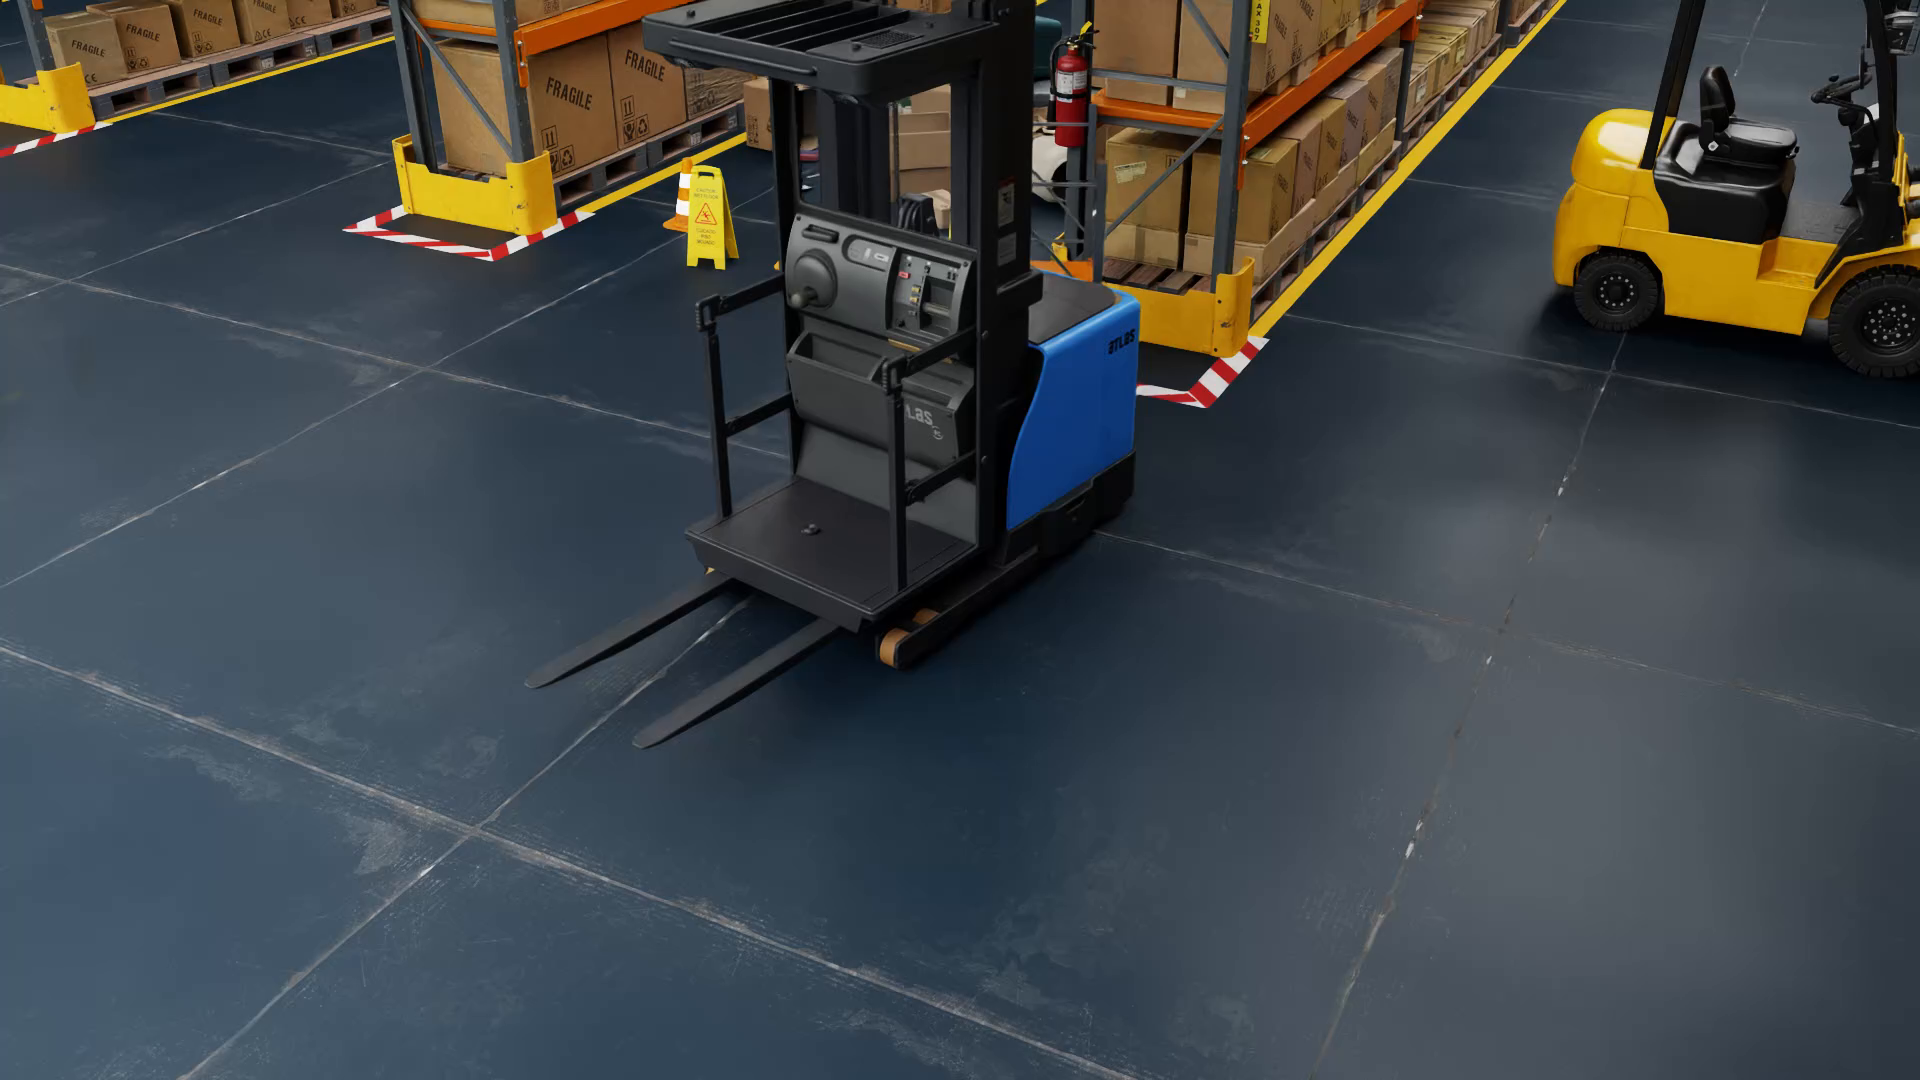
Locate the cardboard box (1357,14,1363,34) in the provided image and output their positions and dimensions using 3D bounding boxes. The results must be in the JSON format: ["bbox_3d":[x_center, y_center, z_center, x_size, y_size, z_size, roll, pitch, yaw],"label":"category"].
[{"bbox_3d":[2.426,-3.408,10.925,0.380,0.149,0.250,14,33,22],"label":"cardboard box"}]

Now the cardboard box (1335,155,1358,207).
[{"bbox_3d":[2.404,-2.491,11.414,0.500,0.250,0.500,15,33,24],"label":"cardboard box"}]

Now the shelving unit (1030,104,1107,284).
[{"bbox_3d":[0.455,-1.383,8.652,0.587,1.500,1.083,1,30,1],"label":"shelving unit"}]

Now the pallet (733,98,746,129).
[{"bbox_3d":[-1.965,-3.836,14.218,1.003,0.211,1.213,14,33,23],"label":"pallet"}]

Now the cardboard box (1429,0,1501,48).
[{"bbox_3d":[4.460,-4.854,15.408,0.950,0.372,0.625,12,32,20],"label":"cardboard box"}]

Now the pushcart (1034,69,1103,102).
[{"bbox_3d":[0.851,-3.645,13.718,1.648,0.377,0.936,4,30,6],"label":"pushcart"}]

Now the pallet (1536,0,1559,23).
[{"bbox_3d":[5.709,-5.722,17.502,1.003,0.211,1.213,14,33,23],"label":"pallet"}]

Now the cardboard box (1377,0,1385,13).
[{"bbox_3d":[2.733,-3.756,11.531,0.380,0.149,0.250,14,33,24],"label":"cardboard box"}]

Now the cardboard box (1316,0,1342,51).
[{"bbox_3d":[2.008,-3.289,10.067,0.500,0.500,0.500,14,33,22],"label":"cardboard box"}]

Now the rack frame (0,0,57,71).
[{"bbox_3d":[-7.740,-4.762,13.030,1.000,3.000,0.127,14,33,23],"label":"rack frame"}]

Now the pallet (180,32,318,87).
[{"bbox_3d":[-6.747,-4.477,15.334,1.003,0.211,1.213,14,33,23],"label":"pallet"}]

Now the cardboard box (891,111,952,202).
[{"bbox_3d":[-0.372,-2.784,12.092,0.797,0.503,0.637,-7,31,-11],"label":"cardboard box"}]

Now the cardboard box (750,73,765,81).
[{"bbox_3d":[-1.898,-4.363,14.047,0.875,0.875,0.875,15,33,24],"label":"cardboard box"}]

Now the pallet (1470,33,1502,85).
[{"bbox_3d":[4.369,-4.505,15.382,1.003,0.211,1.213,14,33,23],"label":"pallet"}]

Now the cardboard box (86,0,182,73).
[{"bbox_3d":[-7.199,-4.405,14.498,0.500,0.500,0.500,24,38,36],"label":"cardboard box"}]

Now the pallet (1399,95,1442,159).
[{"bbox_3d":[3.257,-3.423,13.499,1.003,0.211,1.213,14,33,23],"label":"pallet"}]

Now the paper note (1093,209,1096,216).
[{"bbox_3d":[0.942,-2.330,11.777,0.142,0.019,0.148,4,30,6],"label":"paper note"}]

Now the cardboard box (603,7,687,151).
[{"bbox_3d":[-2.722,-3.558,12.646,0.875,0.875,0.875,14,33,23],"label":"cardboard box"}]

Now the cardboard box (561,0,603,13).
[{"bbox_3d":[-3.011,-4.080,11.692,0.875,0.550,0.550,14,33,23],"label":"cardboard box"}]

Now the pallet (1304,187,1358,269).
[{"bbox_3d":[2.075,-2.229,11.419,1.003,0.211,1.213,14,33,23],"label":"pallet"}]

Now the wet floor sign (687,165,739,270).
[{"bbox_3d":[-1.622,-2.109,10.774,0.267,0.644,0.232,9,31,15],"label":"wet floor sign"}]

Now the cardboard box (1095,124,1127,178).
[{"bbox_3d":[1.204,-3.037,12.535,0.500,0.500,0.500,-12,32,-20],"label":"cardboard box"}]

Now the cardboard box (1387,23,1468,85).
[{"bbox_3d":[3.780,-4.190,14.252,0.950,0.372,0.625,15,33,25],"label":"cardboard box"}]

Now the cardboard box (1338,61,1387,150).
[{"bbox_3d":[2.643,-3.053,11.640,0.500,0.500,0.500,15,33,24],"label":"cardboard box"}]

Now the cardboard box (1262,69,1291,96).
[{"bbox_3d":[1.716,-2.722,9.731,0.380,0.149,0.250,13,32,22],"label":"cardboard box"}]

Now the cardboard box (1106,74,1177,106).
[{"bbox_3d":[1.062,-2.619,9.550,0.380,0.149,0.250,15,33,25],"label":"cardboard box"}]

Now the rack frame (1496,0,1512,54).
[{"bbox_3d":[4.726,-6.060,15.290,1.000,3.000,0.127,14,33,23],"label":"rack frame"}]

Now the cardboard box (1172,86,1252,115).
[{"bbox_3d":[1.421,-2.508,9.358,0.380,0.149,0.250,14,33,23],"label":"cardboard box"}]

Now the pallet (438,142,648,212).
[{"bbox_3d":[-3.076,-2.754,12.335,1.003,0.211,1.213,14,33,23],"label":"pallet"}]

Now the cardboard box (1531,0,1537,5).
[{"bbox_3d":[5.525,-6.002,16.902,0.875,0.875,0.875,15,33,24],"label":"cardboard box"}]

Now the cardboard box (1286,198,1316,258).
[{"bbox_3d":[1.934,-2.023,10.599,0.500,0.250,0.500,16,33,25],"label":"cardboard box"}]

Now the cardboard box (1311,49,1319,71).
[{"bbox_3d":[1.961,-2.947,10.122,0.380,0.149,0.250,15,33,25],"label":"cardboard box"}]

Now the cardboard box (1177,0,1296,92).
[{"bbox_3d":[1.544,-2.833,9.272,0.500,0.500,0.500,14,33,23],"label":"cardboard box"}]

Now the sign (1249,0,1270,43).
[{"bbox_3d":[1.565,-2.766,8.685,0.100,0.325,0.005,14,33,23],"label":"sign"}]

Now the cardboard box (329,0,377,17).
[{"bbox_3d":[-6.136,-5.465,16.342,0.500,0.500,0.500,13,32,22],"label":"cardboard box"}]

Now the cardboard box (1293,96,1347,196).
[{"bbox_3d":[2.176,-2.587,10.829,0.500,0.500,0.500,15,33,24],"label":"cardboard box"}]

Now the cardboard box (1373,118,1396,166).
[{"bbox_3d":[2.874,-2.953,12.220,0.500,0.250,0.500,16,33,25],"label":"cardboard box"}]

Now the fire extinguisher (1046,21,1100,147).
[{"bbox_3d":[0.619,-2.534,9.228,0.296,0.674,0.183,14,33,23],"label":"fire extinguisher"}]

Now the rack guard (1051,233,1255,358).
[{"bbox_3d":[1.116,-1.463,9.796,1.175,0.500,0.348,14,33,23],"label":"rack guard"}]

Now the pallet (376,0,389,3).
[{"bbox_3d":[-5.565,-5.671,17.413,1.003,0.211,1.213,14,33,23],"label":"pallet"}]

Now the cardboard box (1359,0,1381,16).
[{"bbox_3d":[2.462,-3.745,10.860,0.500,0.500,0.500,15,33,25],"label":"cardboard box"}]

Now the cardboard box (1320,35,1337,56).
[{"bbox_3d":[2.174,-3.188,10.541,0.380,0.149,0.250,13,32,22],"label":"cardboard box"}]

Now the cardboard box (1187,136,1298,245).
[{"bbox_3d":[1.706,-2.134,10.040,0.500,0.500,0.500,13,32,22],"label":"cardboard box"}]

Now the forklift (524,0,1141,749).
[{"bbox_3d":[-0.469,-1.020,6.584,1.130,2.935,3.031,21,36,32],"label":"forklift"}]

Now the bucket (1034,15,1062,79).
[{"bbox_3d":[0.442,-4.021,13.501,0.620,0.611,0.726,-14,31,-42],"label":"bucket"}]

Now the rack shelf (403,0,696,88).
[{"bbox_3d":[-2.460,-4.166,12.715,1.077,0.370,4.000,14,33,23],"label":"rack shelf"}]

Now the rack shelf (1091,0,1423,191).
[{"bbox_3d":[1.993,-3.088,10.838,1.077,0.370,4.000,14,33,23],"label":"rack shelf"}]

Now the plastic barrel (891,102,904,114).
[{"bbox_3d":[-0.700,-3.397,13.240,0.421,0.421,0.512,-12,32,-20],"label":"plastic barrel"}]

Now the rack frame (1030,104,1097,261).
[{"bbox_3d":[0.469,-1.632,9.085,0.500,1.500,0.032,1,30,1],"label":"rack frame"}]

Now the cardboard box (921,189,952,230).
[{"bbox_3d":[-0.120,-2.316,11.634,0.250,0.149,0.380,-18,34,-28],"label":"cardboard box"}]

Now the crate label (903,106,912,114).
[{"bbox_3d":[-0.427,-3.463,13.644,0.298,0.136,0.250,-7,31,-11],"label":"crate label"}]

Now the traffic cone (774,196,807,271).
[{"bbox_3d":[-1.014,-1.998,10.764,0.336,0.463,0.334,14,33,23],"label":"traffic cone"}]

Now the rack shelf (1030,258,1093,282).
[{"bbox_3d":[0.455,-1.222,8.734,0.538,0.185,1.000,1,30,1],"label":"rack shelf"}]

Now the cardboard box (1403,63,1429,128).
[{"bbox_3d":[3.140,-3.562,13.158,0.950,0.372,0.625,15,33,24],"label":"cardboard box"}]

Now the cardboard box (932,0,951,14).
[{"bbox_3d":[-0.479,-5.707,16.513,1.050,0.750,0.750,15,33,24],"label":"cardboard box"}]

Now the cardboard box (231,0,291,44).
[{"bbox_3d":[-6.603,-4.916,15.387,0.500,0.500,0.500,11,32,19],"label":"cardboard box"}]

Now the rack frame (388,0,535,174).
[{"bbox_3d":[-3.371,-3.592,10.992,1.000,3.000,0.127,14,33,23],"label":"rack frame"}]

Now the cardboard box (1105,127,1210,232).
[{"bbox_3d":[1.214,-2.243,10.230,0.500,0.500,0.500,15,33,24],"label":"cardboard box"}]
